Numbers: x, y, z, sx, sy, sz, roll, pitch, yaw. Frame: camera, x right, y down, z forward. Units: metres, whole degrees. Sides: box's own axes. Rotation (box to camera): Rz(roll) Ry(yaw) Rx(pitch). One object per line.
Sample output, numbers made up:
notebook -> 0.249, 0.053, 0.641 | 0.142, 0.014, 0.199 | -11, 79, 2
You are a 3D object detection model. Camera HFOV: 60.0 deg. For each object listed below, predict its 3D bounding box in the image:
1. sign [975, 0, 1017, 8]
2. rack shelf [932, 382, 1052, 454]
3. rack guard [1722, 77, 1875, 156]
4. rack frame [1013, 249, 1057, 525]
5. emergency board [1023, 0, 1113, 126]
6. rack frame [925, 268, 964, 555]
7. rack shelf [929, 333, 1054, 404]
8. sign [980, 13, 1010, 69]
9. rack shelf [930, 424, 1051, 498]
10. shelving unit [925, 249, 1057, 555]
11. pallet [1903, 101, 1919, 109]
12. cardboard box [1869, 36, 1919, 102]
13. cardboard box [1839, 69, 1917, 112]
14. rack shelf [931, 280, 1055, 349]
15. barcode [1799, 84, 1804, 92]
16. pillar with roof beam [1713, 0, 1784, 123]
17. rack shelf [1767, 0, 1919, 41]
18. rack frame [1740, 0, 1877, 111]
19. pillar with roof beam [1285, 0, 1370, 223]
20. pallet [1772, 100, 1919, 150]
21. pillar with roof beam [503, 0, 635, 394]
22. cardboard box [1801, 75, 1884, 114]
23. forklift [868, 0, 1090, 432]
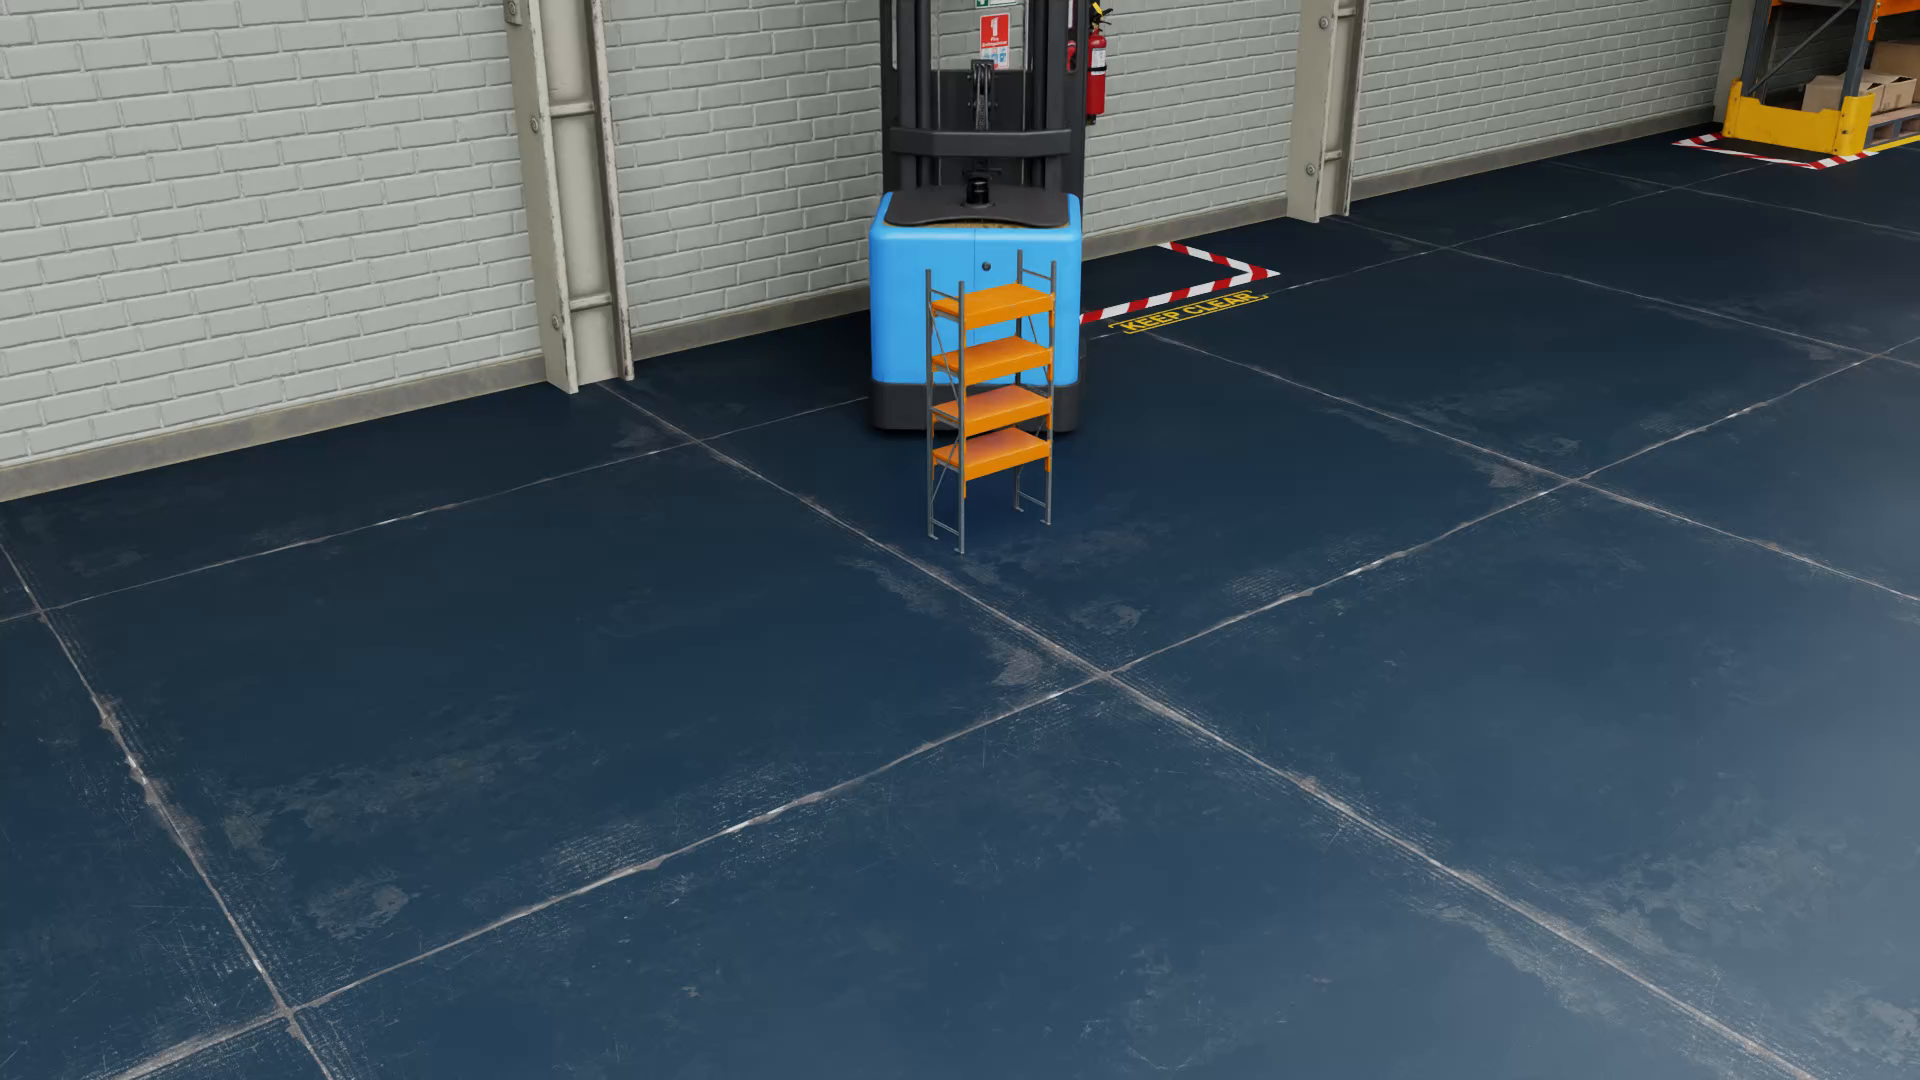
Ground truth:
sign -> 0.224, -3.323, 10.175 | 0.331, 0.109, 0.001 | -18, 31, -34
rack shelf -> 0.130, -0.526, 7.118 | 0.480, 0.148, 0.258 | -18, 31, -34
rack guard -> 7.446, -3.783, 14.808 | 0.348, 0.500, 1.175 | -18, 31, -34
rack frame -> 0.322, -0.651, 7.227 | 0.015, 1.200, 0.240 | -18, 31, -34
emergency board -> 0.714, -3.178, 10.534 | 0.643, 1.169, 0.194 | -18, 31, -34
rack frame -> -0.062, -0.524, 6.953 | 0.015, 1.200, 0.240 | -18, 31, -34
rack shelf -> 0.130, -0.729, 7.024 | 0.480, 0.148, 0.258 | -18, 31, -34
sign -> 0.215, -3.084, 10.291 | 0.234, 0.329, 0.001 | -18, 31, -34
rack shelf -> 0.130, -0.346, 7.202 | 0.480, 0.148, 0.258 | -18, 31, -34
shelving unit -> 0.130, -0.587, 7.090 | 0.503, 1.200, 0.258 | -18, 31, -34
pallet -> 9.067, -4.167, 15.977 | 1.213, 0.211, 1.003 | -18, 31, -34
cardboard box -> 9.043, -4.435, 15.690 | 0.500, 0.500, 0.700 | -21, 32, -37
cardboard box -> 8.435, -4.175, 15.355 | 0.500, 0.311, 0.500 | -15, 29, -30
rack shelf -> 0.130, -0.944, 6.925 | 0.480, 0.148, 0.258 | -18, 31, -34
barcode -> 7.754, -4.168, 15.329 | 0.075, 0.075, 0.001 | -18, 31, -34
pillar with roof beam -> 10.060, -6.661, 10.912 | 0.400, 9.000, 9.100 | -18, 31, -34
rack shelf -> 8.960, -5.090, 15.510 | 4.000, 0.370, 1.077 | -18, 31, -34
rack frame -> 7.386, -4.897, 14.239 | 0.127, 3.000, 1.000 | -18, 31, -34
pillar with roof beam -> 5.338, -5.102, 7.554 | 0.400, 9.000, 9.100 | -18, 31, -34
pallet -> 8.107, -3.851, 15.298 | 1.213, 0.211, 1.003 | -18, 31, -34
pillar with roof beam -> 0.617, -3.544, 4.196 | 0.400, 9.000, 9.100 | -18, 31, -34
cardboard box -> 7.986, -4.027, 15.035 | 0.500, 0.311, 0.500 | -23, 33, -40
forklift -> 0.138, -2.442, 9.031 | 1.130, 2.935, 3.031 | 1, 25, 2
